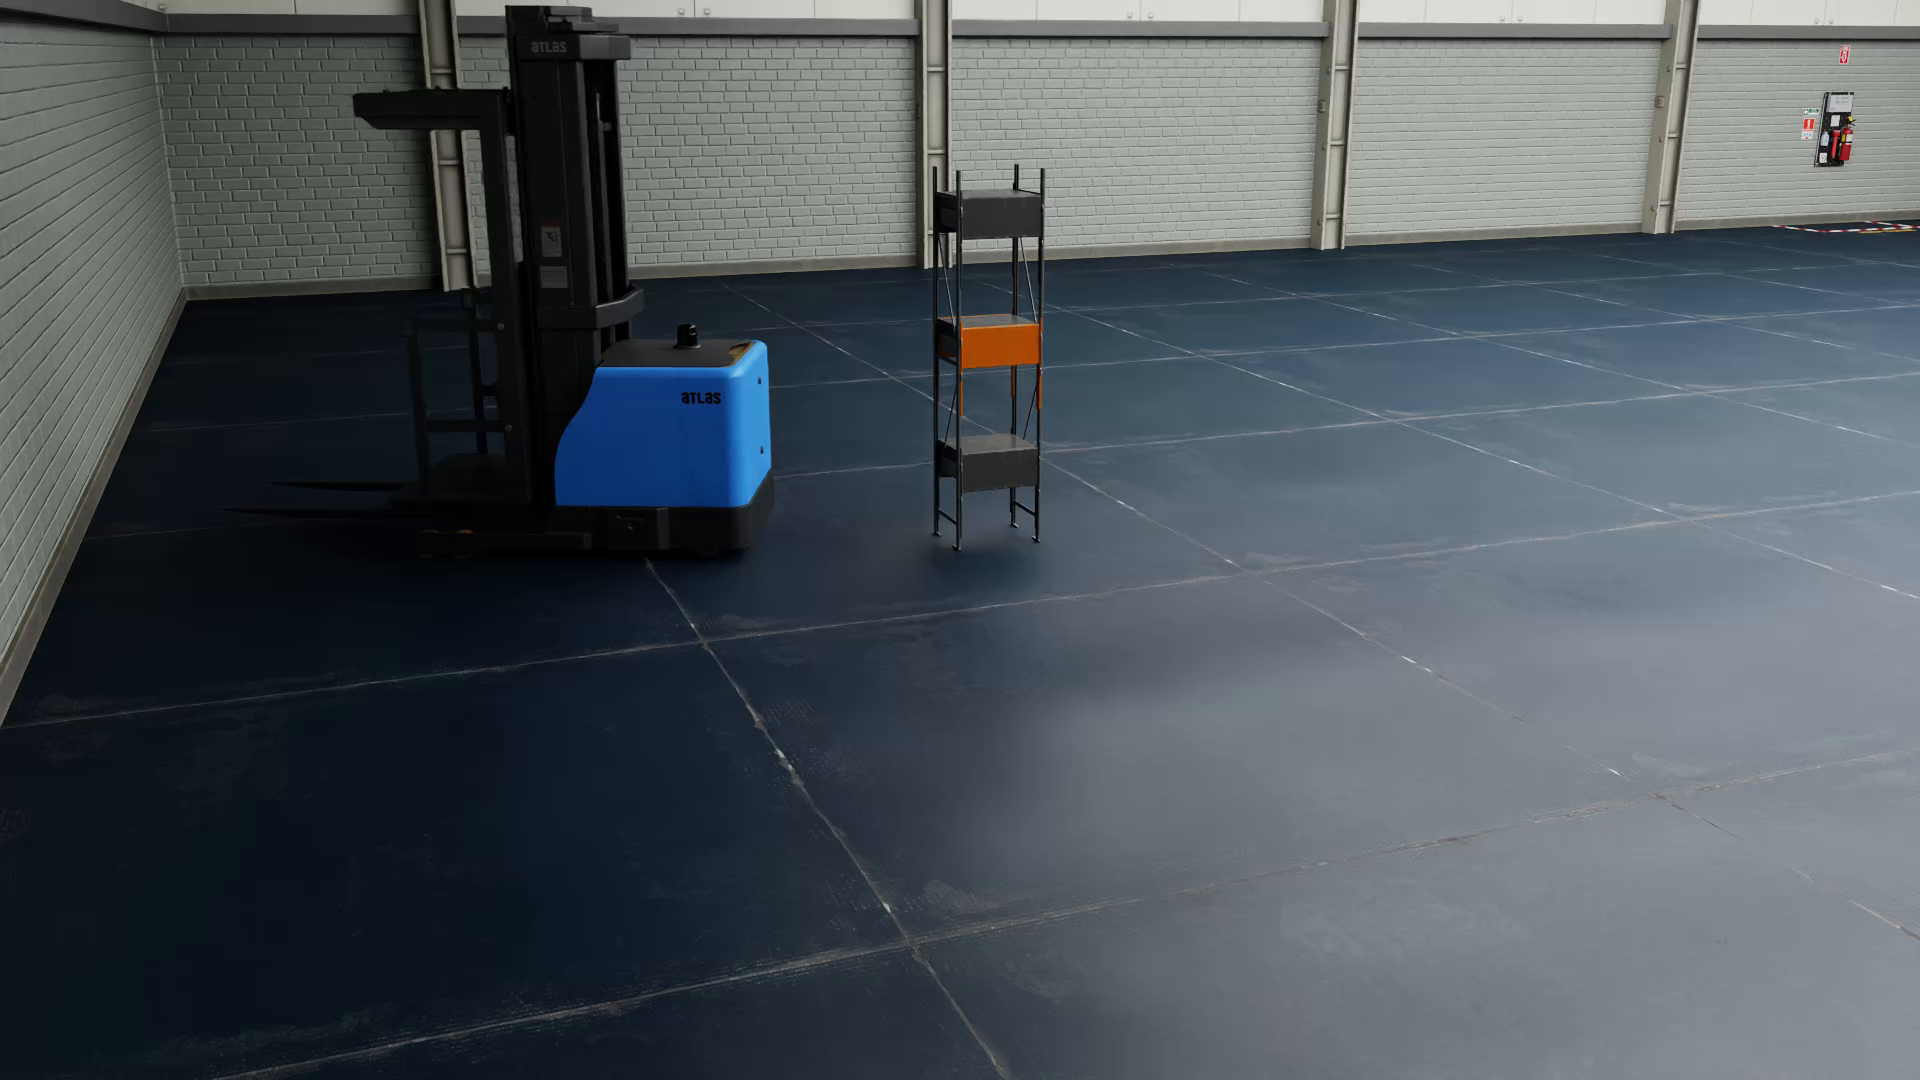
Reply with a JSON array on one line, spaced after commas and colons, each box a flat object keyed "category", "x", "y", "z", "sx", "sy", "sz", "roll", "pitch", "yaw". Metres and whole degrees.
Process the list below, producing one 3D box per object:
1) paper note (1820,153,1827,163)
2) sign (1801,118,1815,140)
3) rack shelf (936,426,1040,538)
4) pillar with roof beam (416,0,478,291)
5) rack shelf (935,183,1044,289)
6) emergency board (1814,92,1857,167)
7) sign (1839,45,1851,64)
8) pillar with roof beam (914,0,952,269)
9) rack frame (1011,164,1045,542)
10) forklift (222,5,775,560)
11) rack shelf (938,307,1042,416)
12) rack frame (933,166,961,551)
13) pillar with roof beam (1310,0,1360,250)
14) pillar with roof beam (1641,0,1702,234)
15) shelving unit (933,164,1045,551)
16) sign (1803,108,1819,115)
[{"category": "paper note", "x": 13.959, "y": -6.180, "z": 26.883, "sx": 0.142, "sy": 0.148, "sz": 0.016, "roll": -6, "pitch": 17, "yaw": -20}, {"category": "sign", "x": 13.596, "y": -6.591, "z": 26.655, "sx": 0.234, "sy": 0.329, "sz": 0.001, "roll": -6, "pitch": 17, "yaw": -20}, {"category": "rack shelf", "x": 0.155, "y": -0.339, "z": 9.560, "sx": 0.480, "sy": 0.518, "sz": 0.431, "roll": -6, "pitch": 17, "yaw": -20}, {"category": "pillar with roof beam", "x": -4.400, "y": -6.168, "z": 14.630, "sx": 0.400, "sy": 9.000, "sz": 9.100, "roll": -6, "pitch": 17, "yaw": -20}, {"category": "rack shelf", "x": 0.155, "y": -1.683, "z": 9.166, "sx": 0.480, "sy": 0.518, "sz": 0.431, "roll": -6, "pitch": 17, "yaw": -20}, {"category": "emergency board", "x": 14.149, "y": -6.602, "z": 26.758, "sx": 0.643, "sy": 1.169, "sz": 0.194, "roll": -6, "pitch": 17, "yaw": -20}, {"category": "sign", "x": 14.106, "y": -7.740, "z": 26.518, "sx": 0.199, "sy": 0.298, "sz": 0.001, "roll": -6, "pitch": 17, "yaw": -20}, {"category": "pillar with roof beam", "x": 1.203, "y": -6.773, "z": 16.690, "sx": 0.400, "sy": 9.000, "sz": 9.100, "roll": -6, "pitch": 17, "yaw": -20}, {"category": "rack frame", "x": 0.382, "y": -1.049, "z": 9.443, "sx": 0.015, "sy": 2.100, "sz": 0.400, "roll": -6, "pitch": 17, "yaw": -20}, {"category": "forklift", "x": -2.652, "y": -1.446, "z": 9.319, "sx": 3.031, "sy": 2.935, "sz": 1.130, "roll": 1, "pitch": 16, "yaw": 2}, {"category": "rack shelf", "x": 0.155, "y": -1.011, "z": 9.363, "sx": 0.480, "sy": 0.518, "sz": 0.431, "roll": -6, "pitch": 17, "yaw": -20}, {"category": "rack frame", "x": -0.073, "y": -1.000, "z": 9.275, "sx": 0.015, "sy": 2.100, "sz": 0.400, "roll": -6, "pitch": 17, "yaw": -20}, {"category": "pillar with roof beam", "x": 6.806, "y": -7.377, "z": 18.750, "sx": 0.400, "sy": 9.000, "sz": 9.100, "roll": -6, "pitch": 17, "yaw": -20}, {"category": "pillar with roof beam", "x": 12.408, "y": -7.982, "z": 20.810, "sx": 0.400, "sy": 9.000, "sz": 9.100, "roll": -6, "pitch": 17, "yaw": -20}, {"category": "shelving unit", "x": 0.155, "y": -1.024, "z": 9.359, "sx": 0.503, "sy": 2.100, "sz": 0.431, "roll": -6, "pitch": 17, "yaw": -20}, {"category": "sign", "x": 13.604, "y": -6.843, "z": 26.574, "sx": 0.331, "sy": 0.109, "sz": 0.001, "roll": -6, "pitch": 17, "yaw": -20}]
